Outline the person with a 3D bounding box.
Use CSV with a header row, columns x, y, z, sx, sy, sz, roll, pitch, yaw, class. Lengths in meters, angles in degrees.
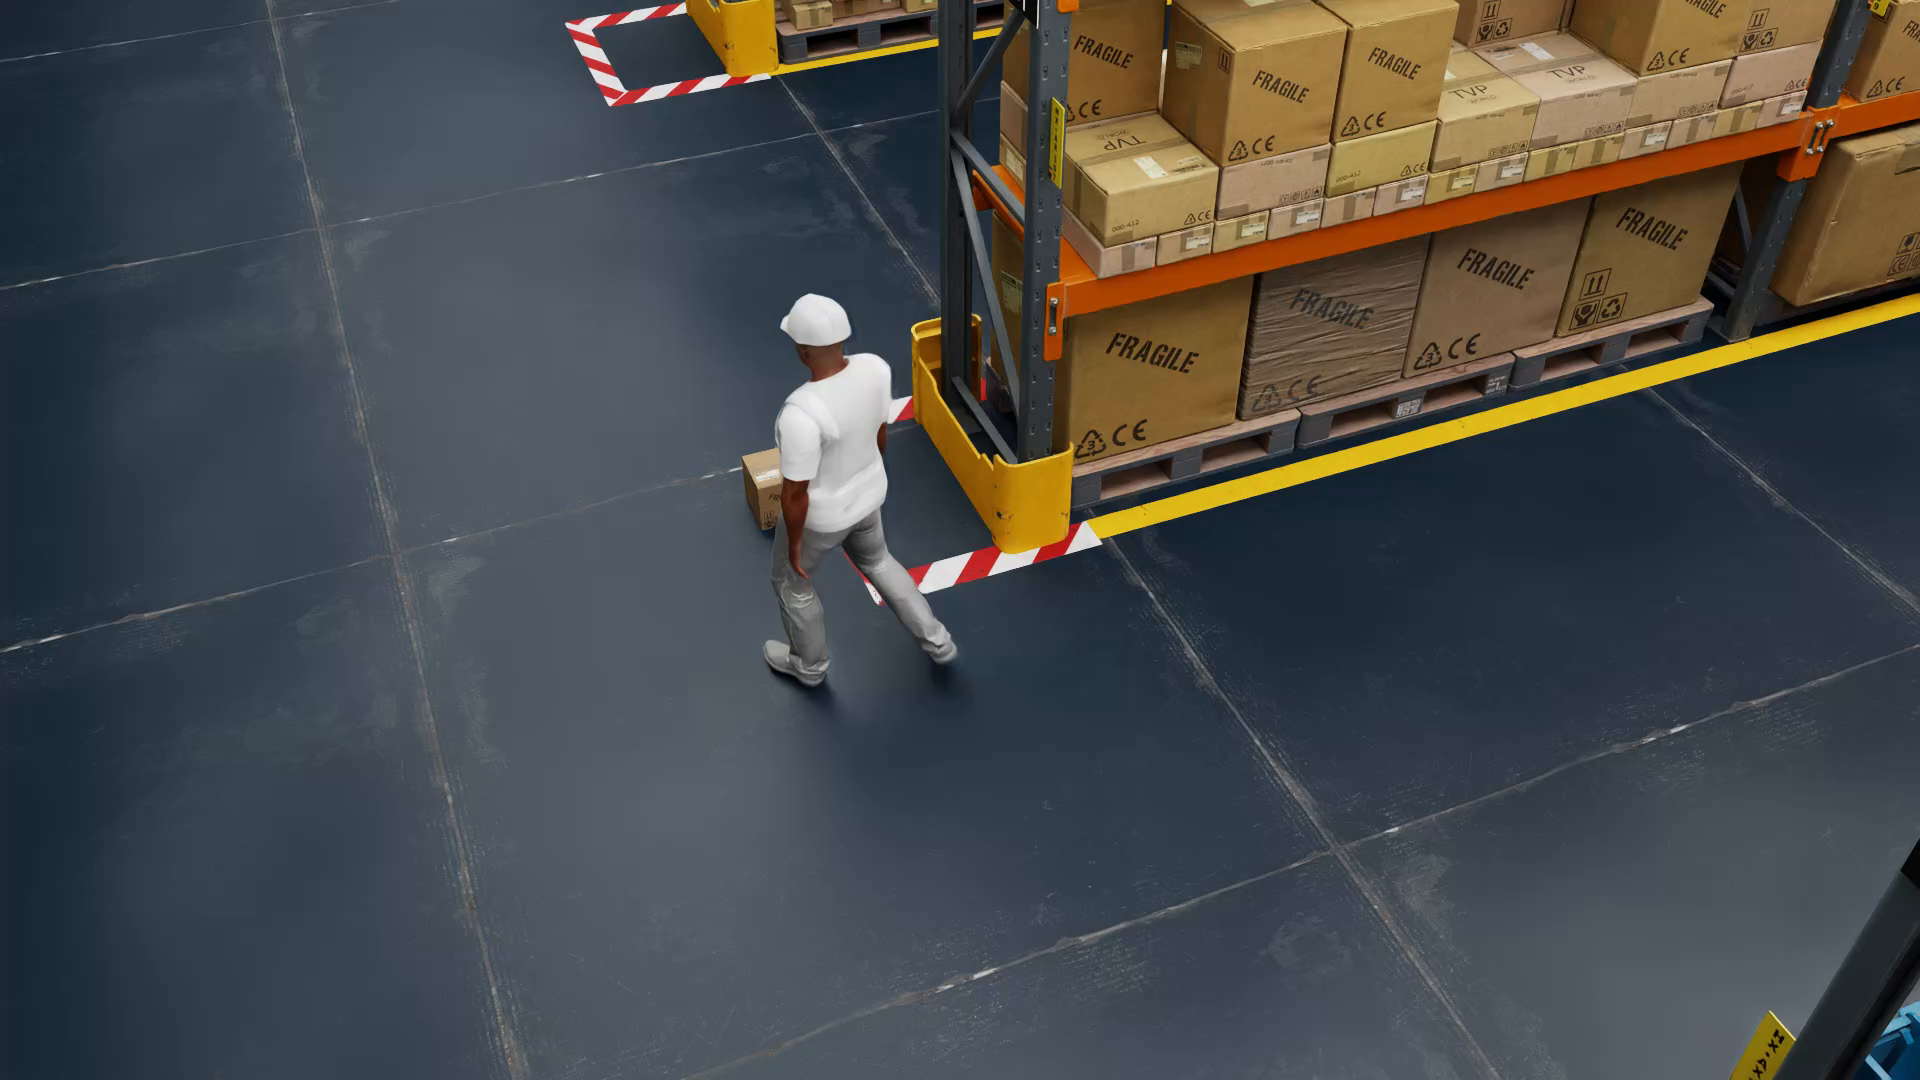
x,y,z,sx,sy,sz,roll,pitch,yaw,class
-0.409,-0.125,6.292,0.737,1.741,0.610,28,48,28,person
